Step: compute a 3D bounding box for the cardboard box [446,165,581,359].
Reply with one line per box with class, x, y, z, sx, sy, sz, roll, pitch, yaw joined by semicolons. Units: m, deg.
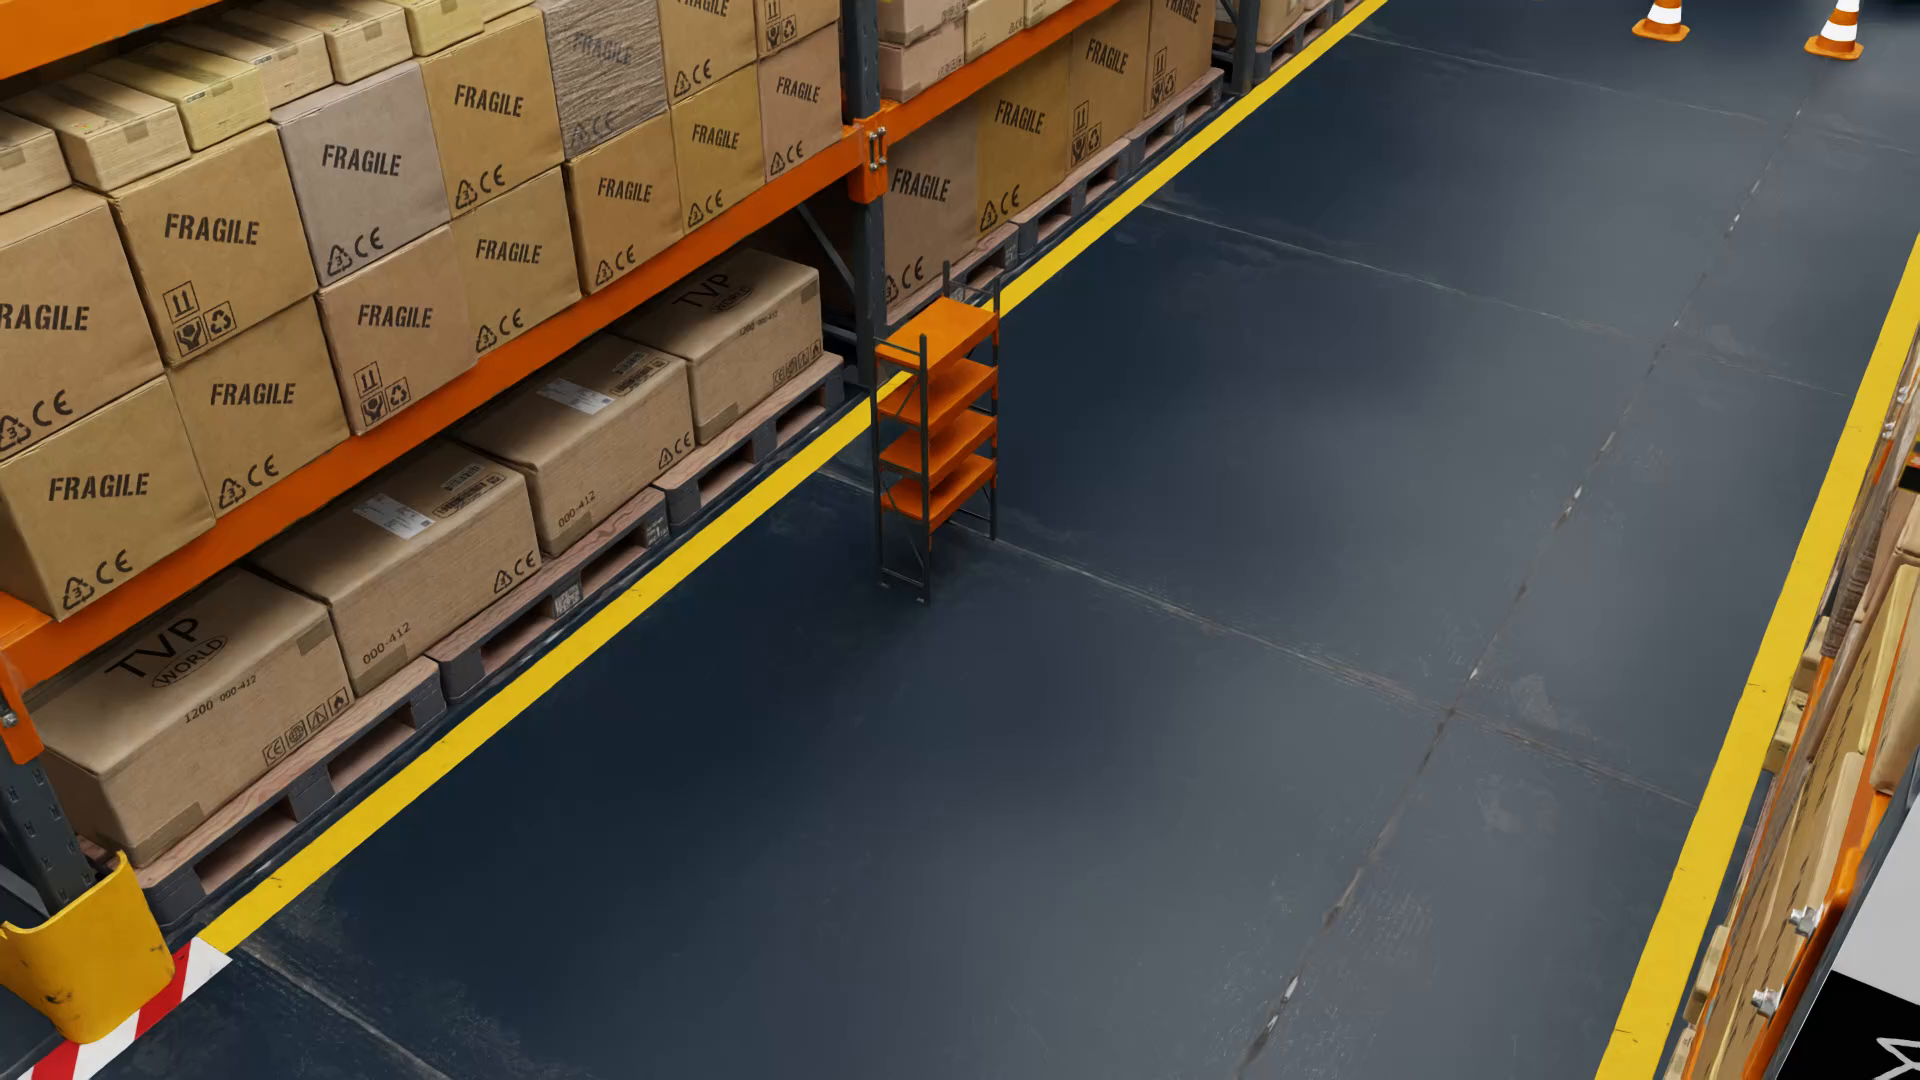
cardboard box;-1.636;-0.978;5.480;0.500;0.500;0.500;23;43;27

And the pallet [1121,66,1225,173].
pallet;0.875;-2.633;9.993;1.003;0.211;1.213;21;42;25

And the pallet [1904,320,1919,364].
pallet;5.175;-1.046;7.933;1.003;0.211;1.213;21;42;25

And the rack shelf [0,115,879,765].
rack shelf;-1.854;-0.741;5.844;1.077;0.370;4.000;21;42;25

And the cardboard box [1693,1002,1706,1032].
cardboard box;2.047;1.386;4.243;0.380;0.149;0.250;23;43;27

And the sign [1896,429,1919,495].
sign;0.851;-0.159;1.317;0.100;0.325;0.005;21;42;25

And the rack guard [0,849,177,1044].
rack guard;-2.938;1.007;5.034;1.175;0.500;0.348;21;42;25

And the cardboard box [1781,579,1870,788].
cardboard box;2.152;0.317;3.557;0.500;0.500;0.500;23;43;27

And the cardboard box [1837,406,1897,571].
cardboard box;3.636;-0.131;6.166;0.500;0.500;0.500;20;42;24

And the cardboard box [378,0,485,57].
cardboard box;-1.635;-1.566;4.892;0.380;0.149;0.250;20;42;24

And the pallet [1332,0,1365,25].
pallet;2.435;-4.044;11.823;1.003;0.211;1.213;21;42;25

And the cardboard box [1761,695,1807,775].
cardboard box;2.843;0.692;5.386;0.380;0.149;0.250;22;43;26

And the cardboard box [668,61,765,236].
cardboard box;-1.086;-1.507;6.166;0.500;0.500;0.500;20;42;24

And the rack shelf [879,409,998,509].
rack shelf;-0.089;-0.337;6.314;0.258;0.148;0.480;21;42;25

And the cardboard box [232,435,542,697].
cardboard box;-2.173;0.006;6.040;0.875;0.438;0.875;22;43;26

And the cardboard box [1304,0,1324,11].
cardboard box;2.061;-3.916;11.181;0.950;0.372;0.625;20;42;24

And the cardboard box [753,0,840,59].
cardboard box;-0.802;-2.159;6.193;0.500;0.500;0.500;21;42;25

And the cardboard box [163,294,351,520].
cardboard box;-2.178;-0.458;4.806;0.500;0.500;0.500;21;42;25

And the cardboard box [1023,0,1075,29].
cardboard box;0.241;-2.665;7.873;0.500;0.250;0.500;21;42;25

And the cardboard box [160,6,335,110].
cardboard box;-1.963;-1.329;4.585;0.380;0.149;0.250;22;43;26

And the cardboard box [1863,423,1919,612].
cardboard box;2.167;-0.105;3.285;0.500;0.500;0.500;20;42;24

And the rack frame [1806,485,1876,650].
rack frame;3.452;-0.490;4.929;1.000;3.000;0.127;21;42;25

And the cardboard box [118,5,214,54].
cardboard box;-2.349;-1.466;4.762;0.380;0.149;0.250;21;42;25

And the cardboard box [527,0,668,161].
cardboard box;-1.345;-1.635;5.513;0.500;0.500;0.500;22;43;26

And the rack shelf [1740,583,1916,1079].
rack shelf;2.380;-0.362;2.895;1.077;0.370;4.000;21;42;25

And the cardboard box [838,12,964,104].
cardboard box;-0.323;-2.138;7.190;0.500;0.250;0.500;20;42;24

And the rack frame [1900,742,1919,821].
rack frame;1.309;-0.804;0.422;1.000;3.000;0.127;21;42;25

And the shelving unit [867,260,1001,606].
shelving unit;-0.089;-0.390;6.273;0.258;1.200;0.503;21;42;25

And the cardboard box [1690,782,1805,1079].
cardboard box;1.612;0.835;2.885;0.500;0.500;0.500;20;42;24

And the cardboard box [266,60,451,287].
cardboard box;-1.887;-1.122;4.847;0.500;0.500;0.500;21;42;25

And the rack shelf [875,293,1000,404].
rack shelf;-0.089;-0.701;6.033;0.258;0.148;0.480;21;42;25

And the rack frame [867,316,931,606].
rack frame;-0.219;-0.264;6.110;0.240;1.200;0.015;21;42;25

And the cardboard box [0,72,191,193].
cardboard box;-2.185;-1.035;4.204;0.380;0.149;0.250;23;43;26

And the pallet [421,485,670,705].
pallet;-1.908;0.045;6.519;1.003;0.211;1.213;21;42;25

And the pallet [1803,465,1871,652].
pallet;3.868;0.212;6.302;1.003;0.211;1.213;21;42;25

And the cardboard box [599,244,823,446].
cardboard box;-1.209;-0.920;7.242;0.875;0.438;0.875;21;42;24

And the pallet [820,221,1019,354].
pallet;-0.432;-1.375;8.361;1.003;0.211;1.213;21;42;25

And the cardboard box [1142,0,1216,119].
cardboard box;0.921;-3.115;9.731;0.875;0.875;0.875;21;42;25

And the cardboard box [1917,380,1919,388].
cardboard box;2.974;-0.475;4.583;0.500;0.500;0.500;20;42;24

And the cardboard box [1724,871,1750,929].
cardboard box;2.324;1.116;4.593;0.380;0.149;0.250;21;42;25

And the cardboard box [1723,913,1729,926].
cardboard box;2.324;1.237;4.679;0.380;0.149;0.250;20;42;24

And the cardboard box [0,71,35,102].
cardboard box;-2.719;-1.238;4.466;0.380;0.149;0.250;21;42;25

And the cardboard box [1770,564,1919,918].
cardboard box;1.615;0.440;2.578;0.500;0.500;0.500;20;42;24

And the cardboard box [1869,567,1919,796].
cardboard box;1.329;0.122;1.801;0.500;0.250;0.500;20;42;24

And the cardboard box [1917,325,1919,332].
cardboard box;4.734;-1.187;7.536;0.500;0.500;0.500;22;43;26

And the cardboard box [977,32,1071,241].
cardboard box;-0.040;-2.196;8.538;0.875;0.875;0.875;22;43;26

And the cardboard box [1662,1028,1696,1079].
cardboard box;1.882;1.388;3.997;0.380;0.149;0.250;23;43;27

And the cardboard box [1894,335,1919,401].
cardboard box;4.189;-0.658;6.850;0.500;0.500;0.500;20;42;24

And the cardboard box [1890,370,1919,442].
cardboard box;3.024;-0.352;4.955;0.380;0.149;0.250;23;43;27

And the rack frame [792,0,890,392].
rack frame;-0.782;-2.057;6.962;1.000;3.000;0.127;21;42;25

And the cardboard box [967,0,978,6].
cardboard box;-0.053;-2.608;7.390;0.500;0.250;0.500;22;43;26

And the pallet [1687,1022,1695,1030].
pallet;2.469;1.603;4.497;1.003;0.211;1.213;21;42;25

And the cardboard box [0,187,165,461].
cardboard box;-2.427;-0.585;4.151;0.500;0.500;0.500;20;42;24
